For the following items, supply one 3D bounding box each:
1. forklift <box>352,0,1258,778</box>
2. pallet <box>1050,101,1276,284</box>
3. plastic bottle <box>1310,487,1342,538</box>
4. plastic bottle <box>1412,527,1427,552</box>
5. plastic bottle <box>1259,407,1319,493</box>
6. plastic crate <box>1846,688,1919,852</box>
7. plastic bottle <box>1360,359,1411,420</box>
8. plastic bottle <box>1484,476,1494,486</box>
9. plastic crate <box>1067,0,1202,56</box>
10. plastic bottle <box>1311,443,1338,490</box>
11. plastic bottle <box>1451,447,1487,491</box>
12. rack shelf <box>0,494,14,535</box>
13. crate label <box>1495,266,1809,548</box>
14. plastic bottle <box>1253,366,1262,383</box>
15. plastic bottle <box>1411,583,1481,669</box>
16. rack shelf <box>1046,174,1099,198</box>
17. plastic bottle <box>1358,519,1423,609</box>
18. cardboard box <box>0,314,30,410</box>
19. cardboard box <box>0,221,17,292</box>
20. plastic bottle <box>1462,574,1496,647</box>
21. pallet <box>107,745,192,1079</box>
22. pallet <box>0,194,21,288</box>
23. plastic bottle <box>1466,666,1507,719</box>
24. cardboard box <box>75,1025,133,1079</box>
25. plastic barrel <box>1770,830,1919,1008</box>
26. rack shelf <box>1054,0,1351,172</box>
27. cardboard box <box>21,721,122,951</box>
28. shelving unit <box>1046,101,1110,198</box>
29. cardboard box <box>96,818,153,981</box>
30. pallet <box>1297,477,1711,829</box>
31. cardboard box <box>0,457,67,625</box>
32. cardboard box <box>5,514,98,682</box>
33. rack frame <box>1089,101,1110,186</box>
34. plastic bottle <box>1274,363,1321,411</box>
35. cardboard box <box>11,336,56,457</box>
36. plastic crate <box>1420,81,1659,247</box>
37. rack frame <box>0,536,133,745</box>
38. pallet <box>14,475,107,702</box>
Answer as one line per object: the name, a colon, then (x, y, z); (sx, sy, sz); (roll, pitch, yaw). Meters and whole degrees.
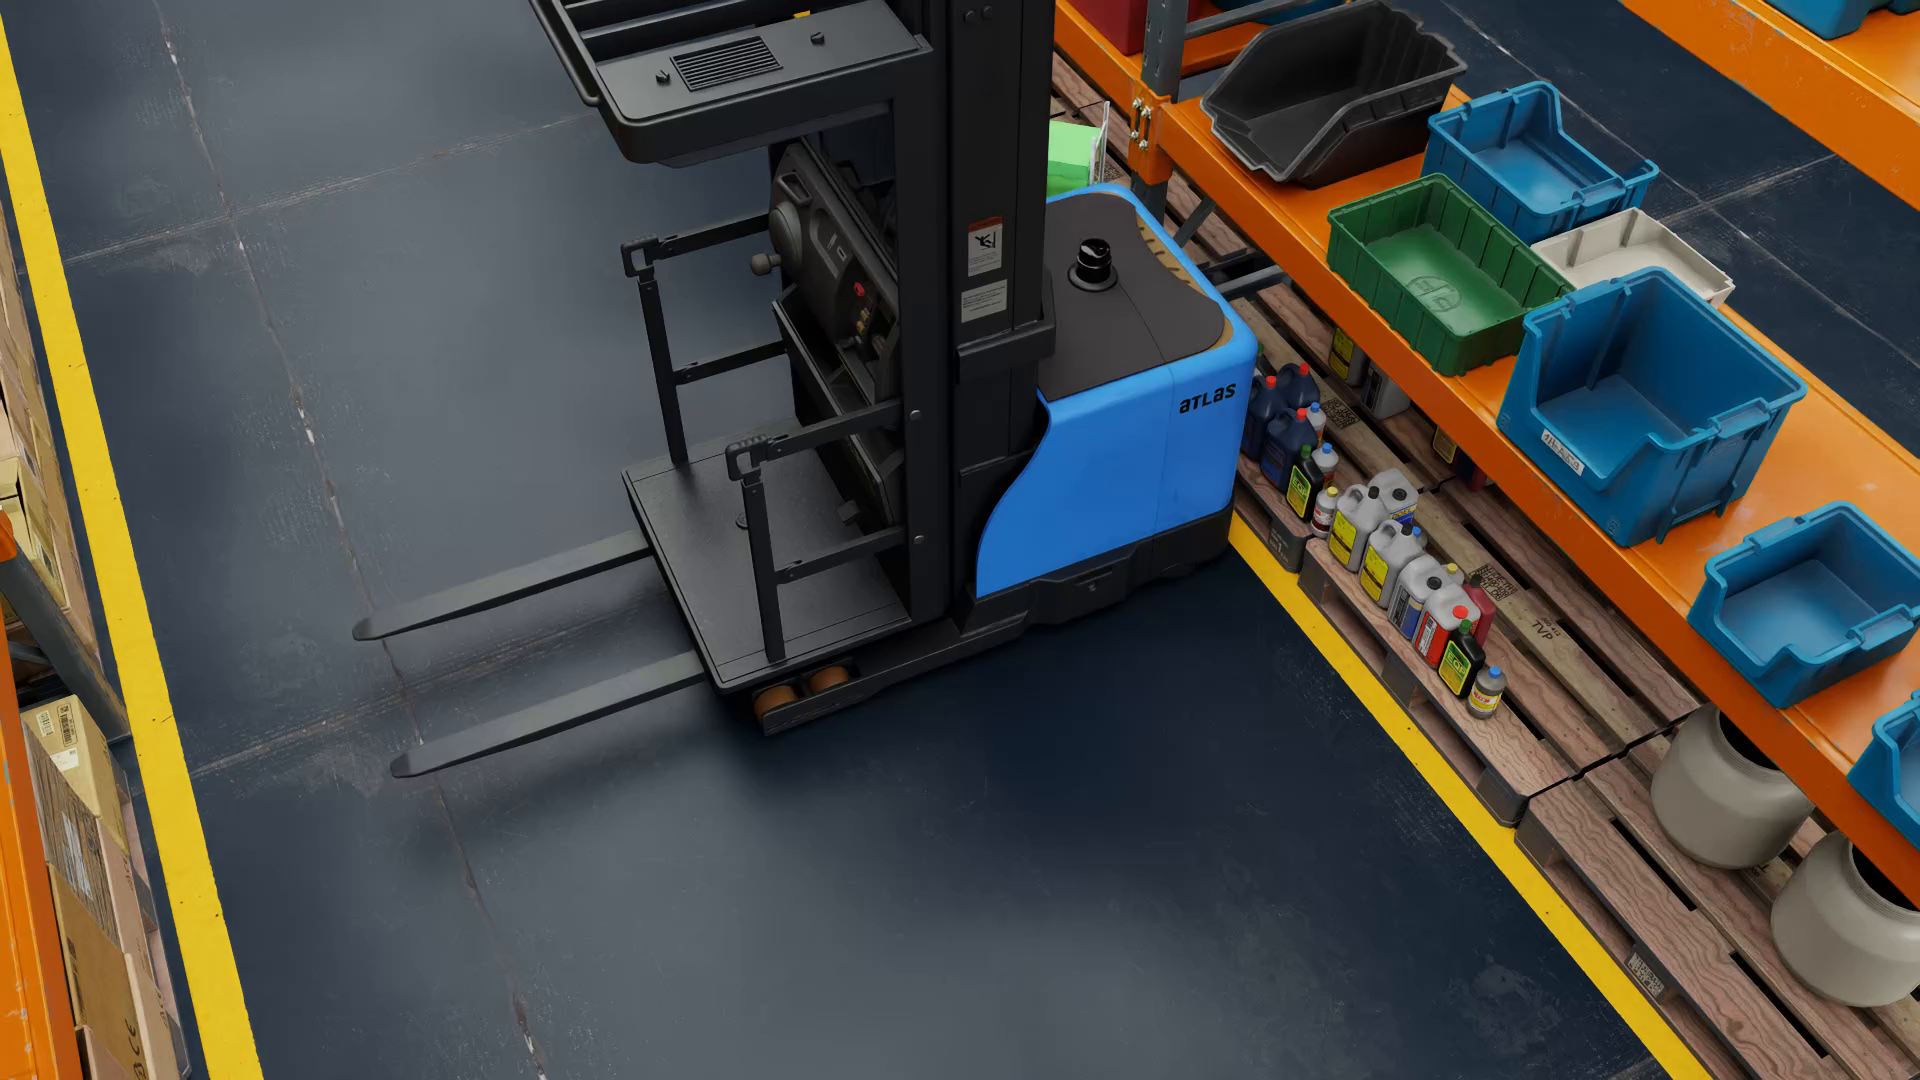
forklift: (-0.569, -0.767, 4.974); (3.031, 2.935, 1.130); (-19, 52, -16)
pallet: (0.720, -1.486, 7.409); (1.003, 0.211, 1.213); (-21, 52, -18)
plastic bottle: (1.310, -0.108, 5.919); (0.097, 0.201, 0.097); (0, 49, 0)
plastic bottle: (1.568, 0.032, 5.796); (0.097, 0.201, 0.097); (0, 49, 0)
plastic bottle: (1.201, -0.355, 6.035); (0.144, 0.351, 0.185); (-23, 53, -19)
plastic crate: (2.449, 0.602, 3.829); (0.499, 0.251, 0.616); (-21, 52, -18)
plastic bottle: (1.633, -0.612, 6.310); (0.152, 0.276, 0.135); (-21, 52, -18)
plastic bottle: (1.971, -0.353, 6.084); (0.152, 0.276, 0.135); (-20, 52, -17)
plastic crate: (0.620, -2.131, 6.079); (0.402, 0.464, 0.583); (-21, 52, -18)
plastic bottle: (1.301, -0.243, 5.990); (0.097, 0.271, 0.097); (0, 49, 0)
plastic bottle: (1.877, -0.319, 6.048); (0.061, 0.283, 0.133); (-21, 52, -18)
rack shelf: (-4.207, -1.290, 5.863); (1.077, 0.370, 4.000); (-21, 52, -18)
crate label: (1.862, -0.365, 4.553); (0.502, 0.435, 0.616); (-21, 52, -18)
plastic bottle: (1.042, -0.569, 6.272); (0.152, 0.276, 0.135); (-19, 52, -16)
plastic bottle: (1.623, 0.281, 5.529); (0.152, 0.276, 0.135); (-21, 52, -17)
rack shelf: (0.271, -1.279, 6.338); (0.480, 0.148, 0.258); (12, 50, 10)
plastic bottle: (1.480, 0.054, 5.678); (0.144, 0.351, 0.185); (-19, 52, -16)
cardboard box: (-3.722, -0.651, 6.002); (0.500, 0.311, 0.500); (-23, 53, -19)
cardboard box: (-4.198, -1.149, 6.810); (0.500, 0.250, 0.500); (-20, 52, -17)
plastic bottle: (1.718, 0.241, 5.558); (0.061, 0.283, 0.133); (-21, 52, -18)
pallet: (-2.965, 1.277, 4.993); (1.003, 0.211, 1.213); (-21, 52, -18)
pallet: (-4.780, -1.383, 7.319); (1.003, 0.211, 1.213); (-21, 52, -18)
plastic bottle: (1.714, 0.484, 5.401); (0.097, 0.201, 0.097); (0, 49, 0)
cardboard box: (-2.193, 1.569, 3.935); (0.500, 0.500, 0.500); (-21, 52, -18)
plastic barrel: (2.575, 1.052, 4.711); (0.421, 0.512, 0.421); (0, 49, 0)
rack shelf: (0.199, -2.993, 7.353); (1.077, 0.370, 4.000); (-21, 52, -18)
cardboard box: (-2.667, 0.906, 4.515); (0.500, 0.500, 0.500); (-21, 52, -18)
shelving unit: (0.271, -1.163, 6.470); (0.503, 1.200, 0.258); (12, 50, 10)
cardboard box: (-2.665, 1.152, 4.797); (0.500, 0.250, 0.500); (-21, 52, -18)
pallet: (1.947, 0.308, 5.841); (1.003, 0.211, 1.213); (-21, 52, -18)
cardboard box: (-3.260, 0.032, 5.405); (0.500, 0.311, 0.500); (-21, 52, -17)
cardboard box: (-3.256, 0.224, 5.609); (0.500, 0.250, 0.500); (-22, 52, -18)
rack frame: (0.506, -1.115, 6.428); (0.015, 1.200, 0.240); (12, 50, 10)
plastic bottle: (1.243, -0.531, 6.189); (0.144, 0.351, 0.185); (-21, 52, -18)
cardboard box: (-3.728, -0.465, 6.211); (0.500, 0.250, 0.500); (-23, 53, -19)
plastic crate: (1.862, -1.196, 5.402); (0.499, 0.251, 0.616); (-21, 52, -18)
rack frame: (-3.292, -0.188, 4.422); (1.000, 3.000, 0.127); (-21, 52, -18)
pallet: (-3.664, 0.250, 5.891); (1.003, 0.211, 1.213); (-21, 52, -18)
